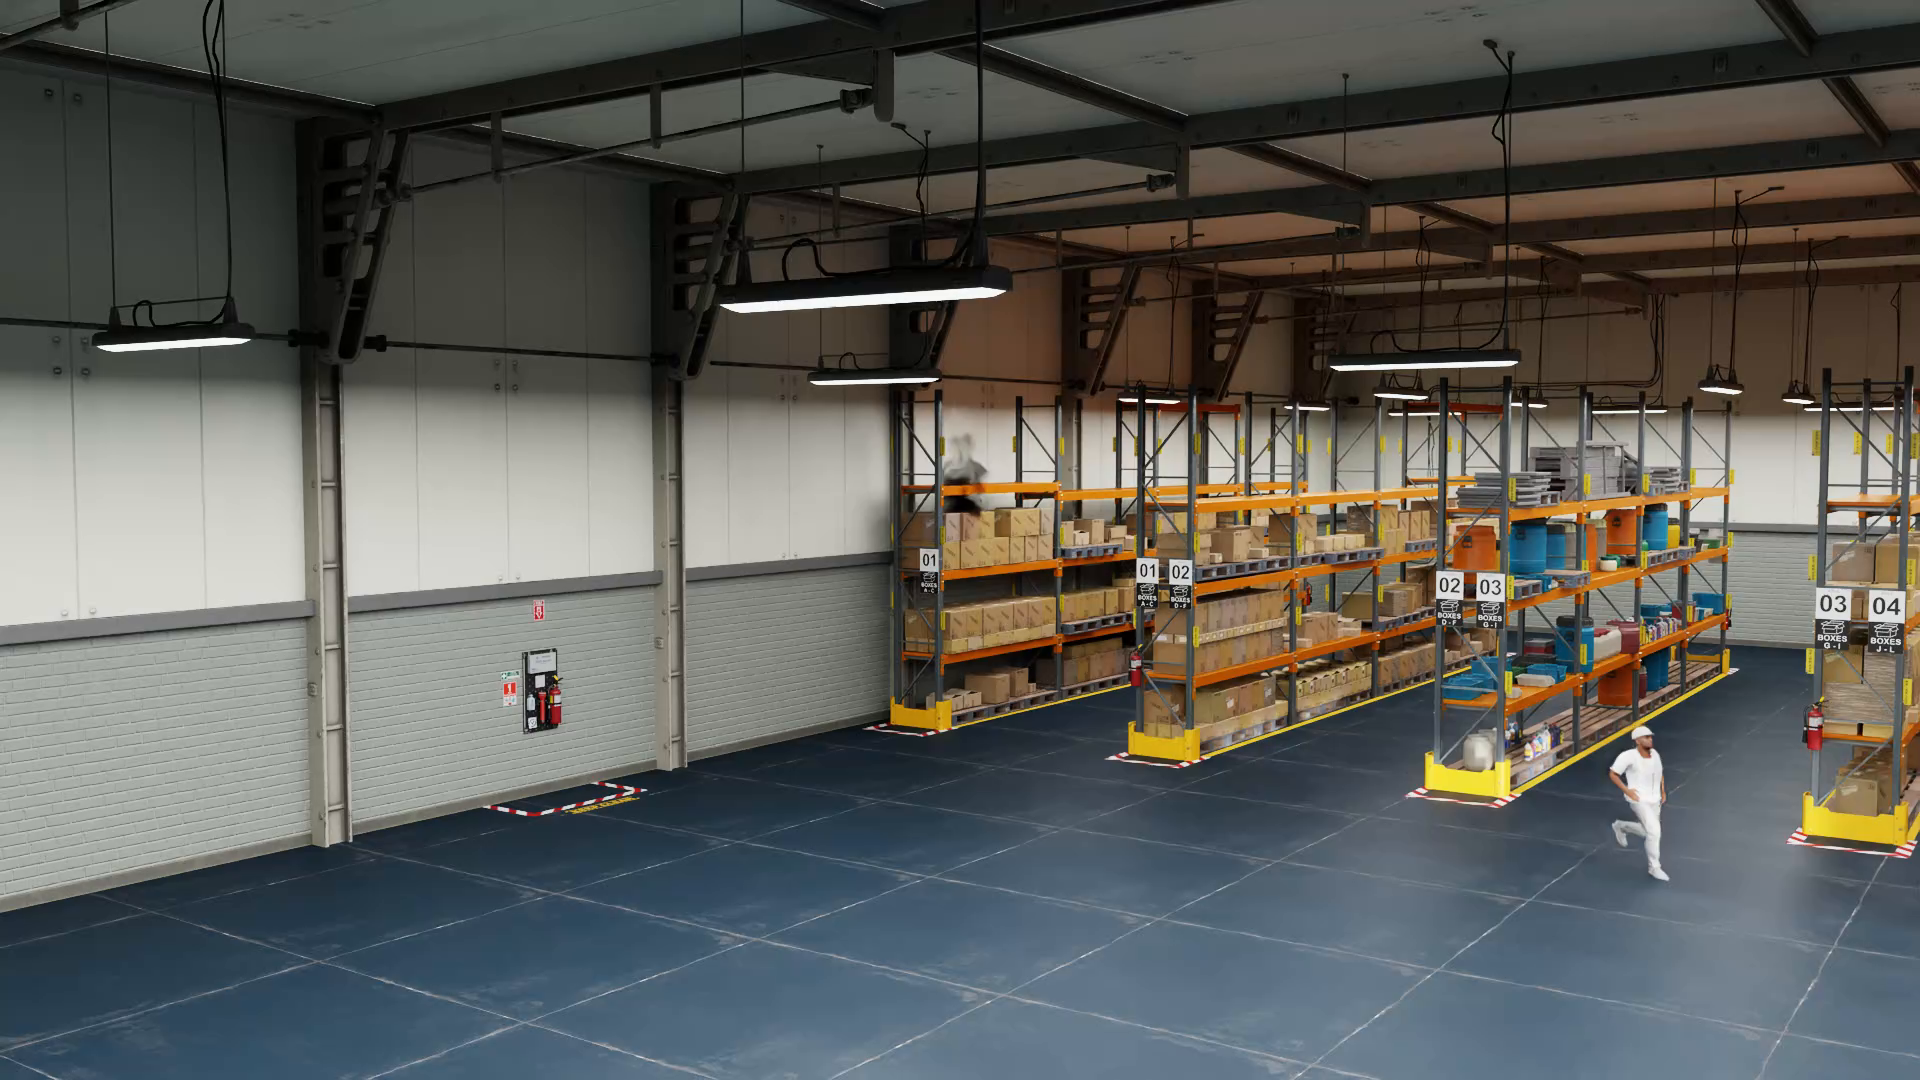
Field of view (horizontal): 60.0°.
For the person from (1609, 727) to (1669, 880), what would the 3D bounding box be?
[{"bbox_3d":[8.019,3.057,19.596,0.693,1.739,0.906,-2,4,-28],"label":"person"}]
